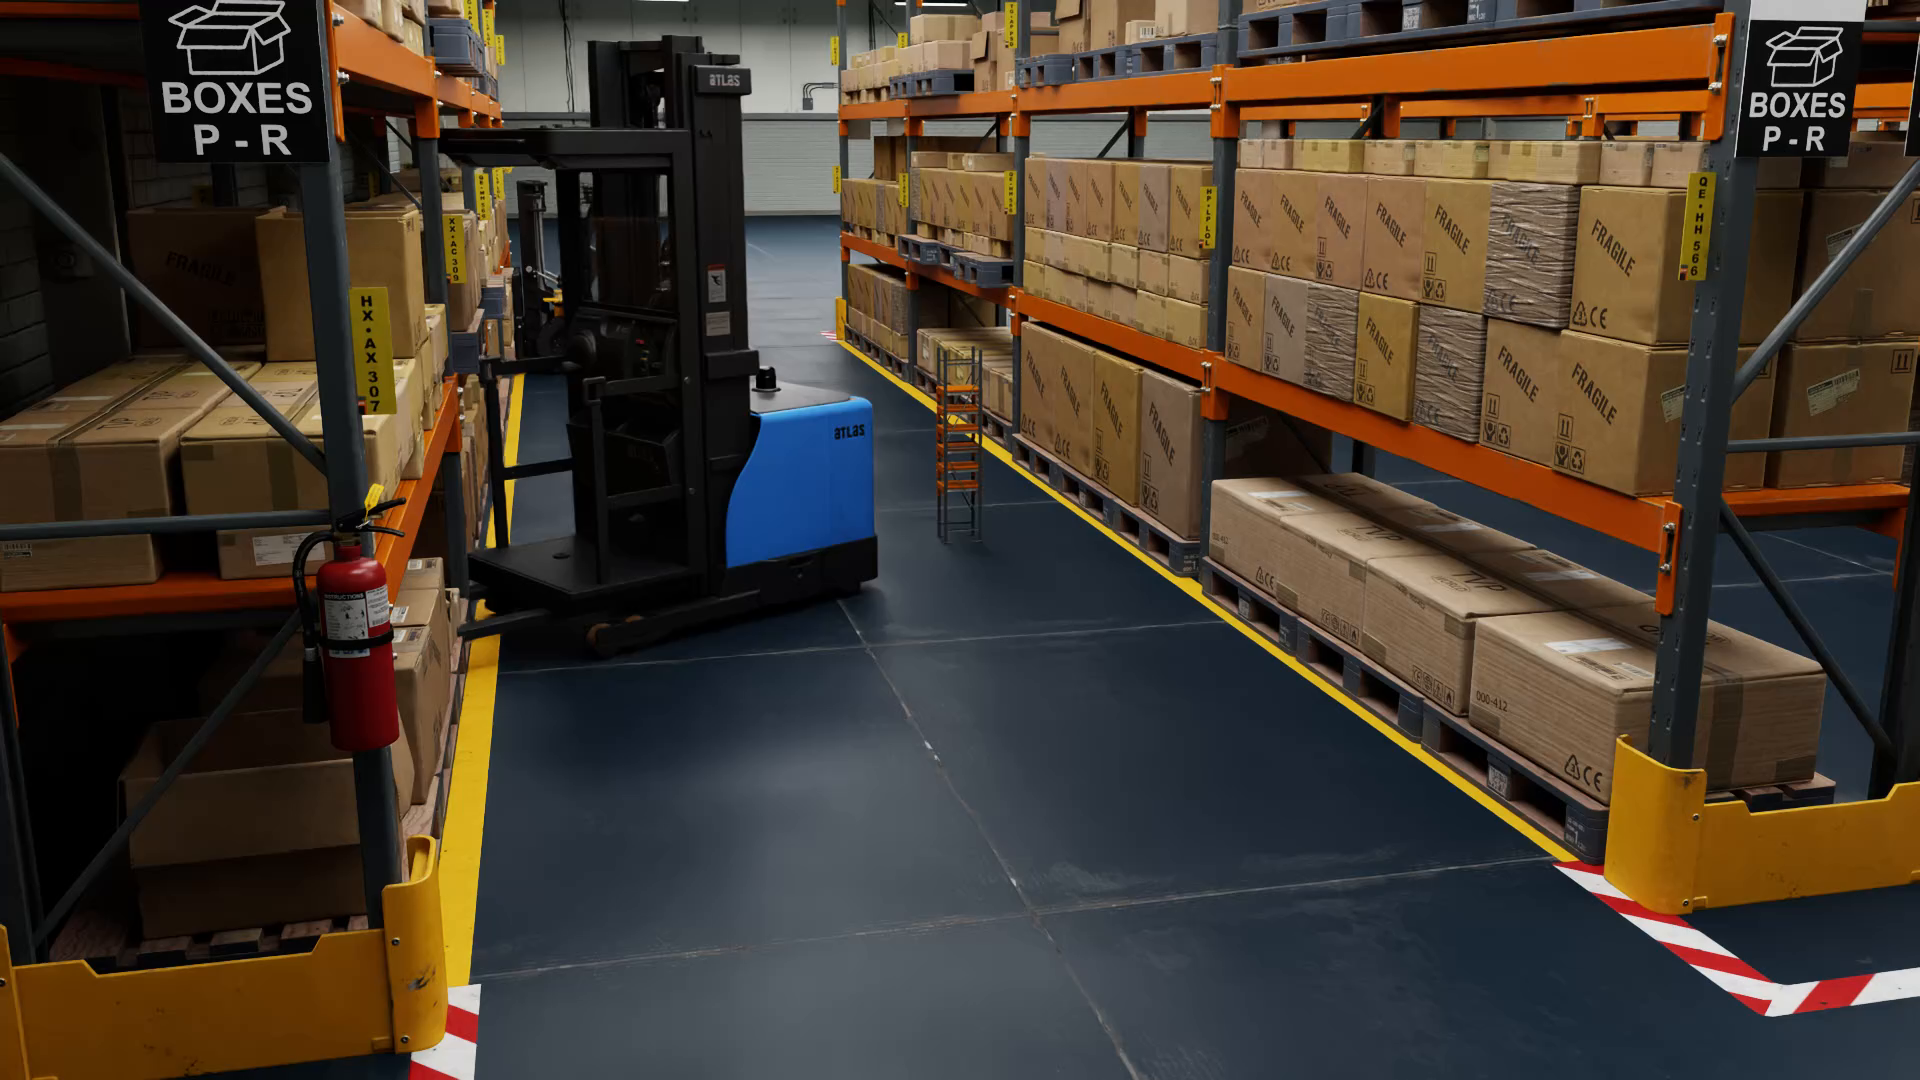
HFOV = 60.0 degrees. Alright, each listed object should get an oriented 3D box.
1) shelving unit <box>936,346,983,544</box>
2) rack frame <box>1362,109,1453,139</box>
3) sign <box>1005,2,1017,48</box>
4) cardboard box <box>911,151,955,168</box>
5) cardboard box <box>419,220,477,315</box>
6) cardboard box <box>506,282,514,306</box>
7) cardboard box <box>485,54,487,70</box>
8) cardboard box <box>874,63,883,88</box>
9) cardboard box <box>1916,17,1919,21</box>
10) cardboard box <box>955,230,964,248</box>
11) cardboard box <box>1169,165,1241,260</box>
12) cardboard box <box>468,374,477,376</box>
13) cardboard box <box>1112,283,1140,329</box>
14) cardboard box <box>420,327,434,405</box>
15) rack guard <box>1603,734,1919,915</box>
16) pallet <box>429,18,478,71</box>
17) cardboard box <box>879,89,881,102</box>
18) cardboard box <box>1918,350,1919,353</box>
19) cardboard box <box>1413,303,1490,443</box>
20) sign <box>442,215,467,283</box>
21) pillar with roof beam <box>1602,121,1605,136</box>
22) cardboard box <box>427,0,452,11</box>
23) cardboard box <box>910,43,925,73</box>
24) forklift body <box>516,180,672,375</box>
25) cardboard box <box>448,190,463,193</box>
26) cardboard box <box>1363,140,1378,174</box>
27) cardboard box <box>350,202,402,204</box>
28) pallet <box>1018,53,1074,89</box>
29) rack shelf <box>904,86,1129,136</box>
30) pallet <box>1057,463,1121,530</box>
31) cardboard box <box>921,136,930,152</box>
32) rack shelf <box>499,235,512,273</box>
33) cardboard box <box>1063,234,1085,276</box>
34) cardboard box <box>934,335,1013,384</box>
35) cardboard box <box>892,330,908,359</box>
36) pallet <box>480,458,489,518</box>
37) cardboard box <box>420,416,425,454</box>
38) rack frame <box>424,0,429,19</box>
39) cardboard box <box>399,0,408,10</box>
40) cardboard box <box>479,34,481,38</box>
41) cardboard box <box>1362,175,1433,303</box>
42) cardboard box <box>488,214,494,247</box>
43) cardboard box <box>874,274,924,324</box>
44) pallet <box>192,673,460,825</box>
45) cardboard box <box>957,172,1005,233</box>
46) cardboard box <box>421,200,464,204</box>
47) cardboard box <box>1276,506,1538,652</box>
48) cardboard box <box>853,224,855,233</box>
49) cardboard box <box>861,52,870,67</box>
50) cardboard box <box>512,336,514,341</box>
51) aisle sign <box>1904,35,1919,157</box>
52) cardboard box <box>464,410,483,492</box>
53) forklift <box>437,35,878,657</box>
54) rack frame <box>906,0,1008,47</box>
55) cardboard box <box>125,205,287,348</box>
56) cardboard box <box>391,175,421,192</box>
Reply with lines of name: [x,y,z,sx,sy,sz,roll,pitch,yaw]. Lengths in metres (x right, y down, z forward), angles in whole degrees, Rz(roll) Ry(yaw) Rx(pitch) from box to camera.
shelving unit: [-0.003,-0.586,10.298,0.258,1.200,0.189,-3,14,-13]
rack frame: [4.761,-3.376,17.924,1.000,3.000,0.127,-3,14,-13]
sign: [0.385,-3.832,12.383,0.100,0.325,0.005,-3,14,-13]
cardboard box: [-0.260,-3.660,16.000,0.380,0.149,0.250,-3,14,-13]
cardboard box: [-2.989,-1.450,8.944,0.700,0.500,0.500,-3,14,-13]
cardboard box: [-4.897,-2.515,17.202,0.500,0.250,0.500,-3,14,-11]
cardboard box: [-4.661,-4.507,15.668,0.380,0.149,0.250,-3,14,-12]
cardboard box: [-0.617,-4.927,17.643,0.500,0.250,0.500,-4,14,-14]
cardboard box: [6.638,-3.363,10.854,0.500,0.311,0.500,-3,14,-14]
cardboard box: [0.166,-2.651,14.603,0.380,0.149,0.250,-4,14,-15]
cardboard box: [1.503,-1.854,9.379,0.500,0.500,0.500,-3,14,-11]
cardboard box: [-3.549,-1.081,11.548,0.380,0.149,0.250,-4,14,-16]
cardboard box: [1.283,-1.483,10.491,0.500,0.250,0.500,-4,14,-15]
cardboard box: [-2.379,-0.691,6.623,0.500,0.250,0.500,-3,14,-14]
rack guard: [2.797,0.912,5.642,1.175,0.500,0.348,-3,14,-13]
pallet: [-3.057,-2.474,8.307,1.213,0.211,1.003,-3,14,-13]
cardboard box: [-0.667,-4.829,18.083,0.380,0.149,0.250,-3,14,-14]
cardboard box: [10.086,-2.117,17.110,0.700,0.500,0.500,-2,14,-8]
cardboard box: [2.188,-0.688,6.712,0.500,0.500,0.500,-3,14,-12]
sign: [-2.446,-1.406,8.038,0.100,0.325,0.005,-3,14,-13]
pillar with roof beam: [14.295,-13.478,46.632,9.100,9.000,0.548,-3,14,-13]
cardboard box: [-2.655,-2.632,7.994,0.380,0.149,0.250,-3,14,-12]
cardboard box: [-0.159,-4.391,15.189,0.500,0.250,0.500,-3,14,-14]
forklift body: [-3.571,-2.974,18.067,2.313,2.155,1.214,-3,14,-13]
cardboard box: [-4.670,-3.251,15.835,0.380,0.149,0.250,-4,14,-14]
cardboard box: [2.023,-1.701,7.386,0.380,0.149,0.250,-3,14,-13]
cardboard box: [-4.607,-2.591,13.135,0.380,0.149,0.250,-4,14,-14]
pallet: [1.116,-3.374,11.993,1.213,0.211,1.003,-3,14,-11]
rack shelf: [0.443,-3.723,14.540,1.077,0.370,4.000,-3,14,-13]
pallet: [1.308,-0.332,11.342,1.003,0.211,1.213,-3,14,-13]
cardboard box: [-0.018,-3.988,17.486,0.700,0.500,0.500,-3,14,-13]
rack shelf: [-5.320,-2.911,17.537,1.077,0.370,4.000,-3,14,-13]
cardboard box: [1.017,-1.958,11.384,0.500,0.250,0.500,-3,14,-13]
cardboard box: [0.271,-1.717,15.789,0.950,0.372,0.625,-2,14,-10]
cardboard box: [-0.427,-2.066,17.473,0.500,0.250,0.500,-3,14,-11]
pallet: [-3.772,-0.347,11.404,1.003,0.211,1.213,-3,14,-13]
cardboard box: [-2.179,-0.359,6.107,0.380,0.149,0.250,-3,14,-12]
rack frame: [-2.972,-3.868,7.297,1.000,3.000,0.127,-3,14,-13]
cardboard box: [-2.373,-2.147,6.263,0.500,0.250,0.500,-3,14,-12]
cardboard box: [-4.444,-4.312,14.528,0.500,0.311,0.500,-4,14,-15]
cardboard box: [2.067,-1.290,7.068,0.500,0.500,0.500,-3,14,-14]
cardboard box: [-4.244,-2.633,14.148,0.500,0.250,0.500,-3,14,-12]
cardboard box: [-0.668,-2.665,18.346,0.500,0.500,0.500,-3,14,-10]
pallet: [-2.521,0.842,6.537,1.003,0.211,1.213,-3,14,-13]
cardboard box: [0.284,-2.875,14.153,0.500,0.500,0.500,-4,14,-17]
cardboard box: [-4.168,-2.682,13.505,0.380,0.149,0.250,-3,14,-13]
cardboard box: [2.106,0.167,7.937,0.875,0.438,0.875,-4,14,-15]
cardboard box: [-1.087,-3.787,20.138,0.380,0.149,0.250,-3,14,-13]
cardboard box: [-0.888,-5.331,18.457,0.380,0.149,0.250,-3,14,-12]
cardboard box: [-4.777,-1.914,16.848,0.500,0.250,0.500,-4,14,-14]
aisle sign: [3.091,-1.571,5.058,0.394,0.787,0.004,-3,14,-13]
cardboard box: [-3.370,-0.544,10.714,0.500,0.500,0.500,-3,14,-11]
forklift: [-1.873,-0.991,8.310,3.031,2.935,1.130,-13,19,-42]
rack frame: [-0.027,-5.991,15.987,1.000,3.000,0.127,-3,14,-13]
cardboard box: [-2.881,-1.031,6.436,0.500,0.500,0.500,-4,14,-15]
cardboard box: [-5.219,-3.364,15.672,0.380,0.149,0.250,-3,14,-13]
